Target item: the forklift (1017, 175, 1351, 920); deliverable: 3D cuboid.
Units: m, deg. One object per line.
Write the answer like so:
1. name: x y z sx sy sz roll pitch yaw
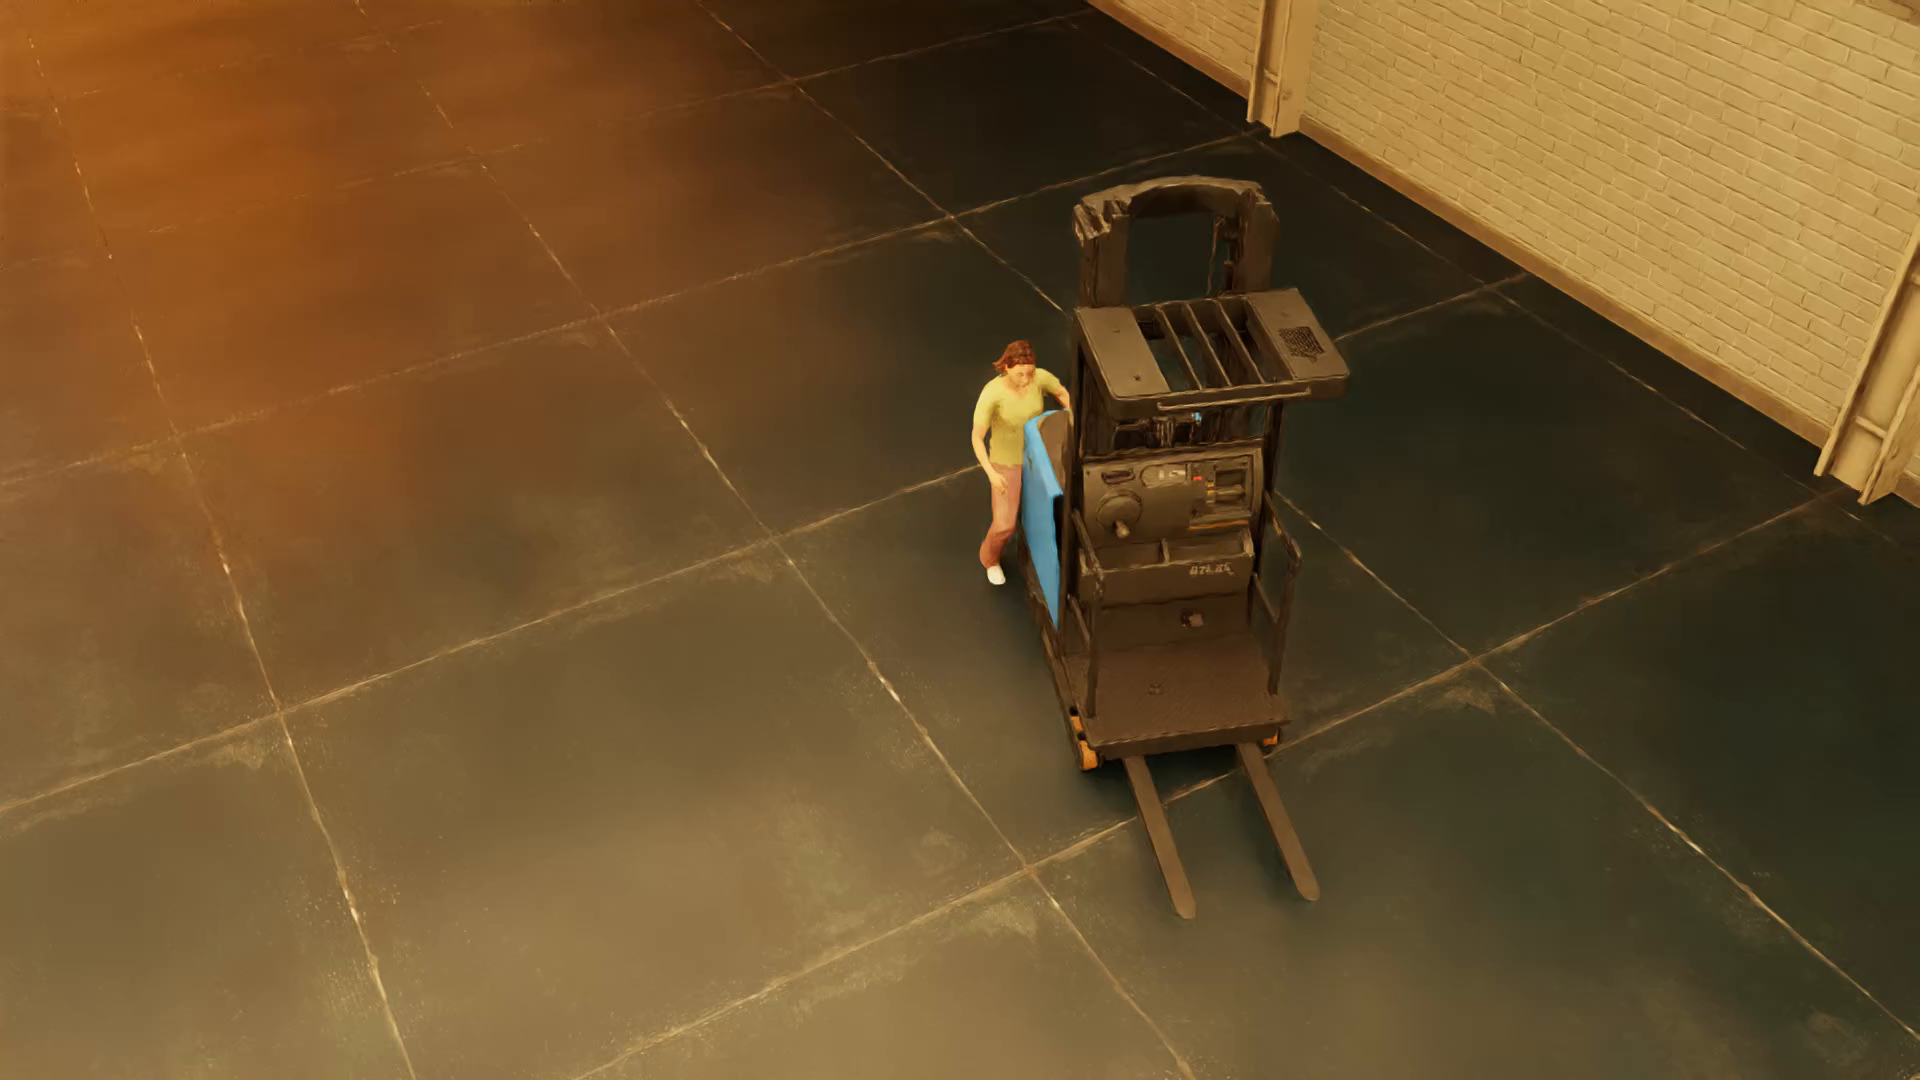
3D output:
1. forklift: 1.115 -0.159 8.228 1.130 2.935 3.031 -7 40 -8

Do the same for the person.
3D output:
1. person: 0.435 -0.461 9.675 0.761 1.548 0.593 -17 43 -19
